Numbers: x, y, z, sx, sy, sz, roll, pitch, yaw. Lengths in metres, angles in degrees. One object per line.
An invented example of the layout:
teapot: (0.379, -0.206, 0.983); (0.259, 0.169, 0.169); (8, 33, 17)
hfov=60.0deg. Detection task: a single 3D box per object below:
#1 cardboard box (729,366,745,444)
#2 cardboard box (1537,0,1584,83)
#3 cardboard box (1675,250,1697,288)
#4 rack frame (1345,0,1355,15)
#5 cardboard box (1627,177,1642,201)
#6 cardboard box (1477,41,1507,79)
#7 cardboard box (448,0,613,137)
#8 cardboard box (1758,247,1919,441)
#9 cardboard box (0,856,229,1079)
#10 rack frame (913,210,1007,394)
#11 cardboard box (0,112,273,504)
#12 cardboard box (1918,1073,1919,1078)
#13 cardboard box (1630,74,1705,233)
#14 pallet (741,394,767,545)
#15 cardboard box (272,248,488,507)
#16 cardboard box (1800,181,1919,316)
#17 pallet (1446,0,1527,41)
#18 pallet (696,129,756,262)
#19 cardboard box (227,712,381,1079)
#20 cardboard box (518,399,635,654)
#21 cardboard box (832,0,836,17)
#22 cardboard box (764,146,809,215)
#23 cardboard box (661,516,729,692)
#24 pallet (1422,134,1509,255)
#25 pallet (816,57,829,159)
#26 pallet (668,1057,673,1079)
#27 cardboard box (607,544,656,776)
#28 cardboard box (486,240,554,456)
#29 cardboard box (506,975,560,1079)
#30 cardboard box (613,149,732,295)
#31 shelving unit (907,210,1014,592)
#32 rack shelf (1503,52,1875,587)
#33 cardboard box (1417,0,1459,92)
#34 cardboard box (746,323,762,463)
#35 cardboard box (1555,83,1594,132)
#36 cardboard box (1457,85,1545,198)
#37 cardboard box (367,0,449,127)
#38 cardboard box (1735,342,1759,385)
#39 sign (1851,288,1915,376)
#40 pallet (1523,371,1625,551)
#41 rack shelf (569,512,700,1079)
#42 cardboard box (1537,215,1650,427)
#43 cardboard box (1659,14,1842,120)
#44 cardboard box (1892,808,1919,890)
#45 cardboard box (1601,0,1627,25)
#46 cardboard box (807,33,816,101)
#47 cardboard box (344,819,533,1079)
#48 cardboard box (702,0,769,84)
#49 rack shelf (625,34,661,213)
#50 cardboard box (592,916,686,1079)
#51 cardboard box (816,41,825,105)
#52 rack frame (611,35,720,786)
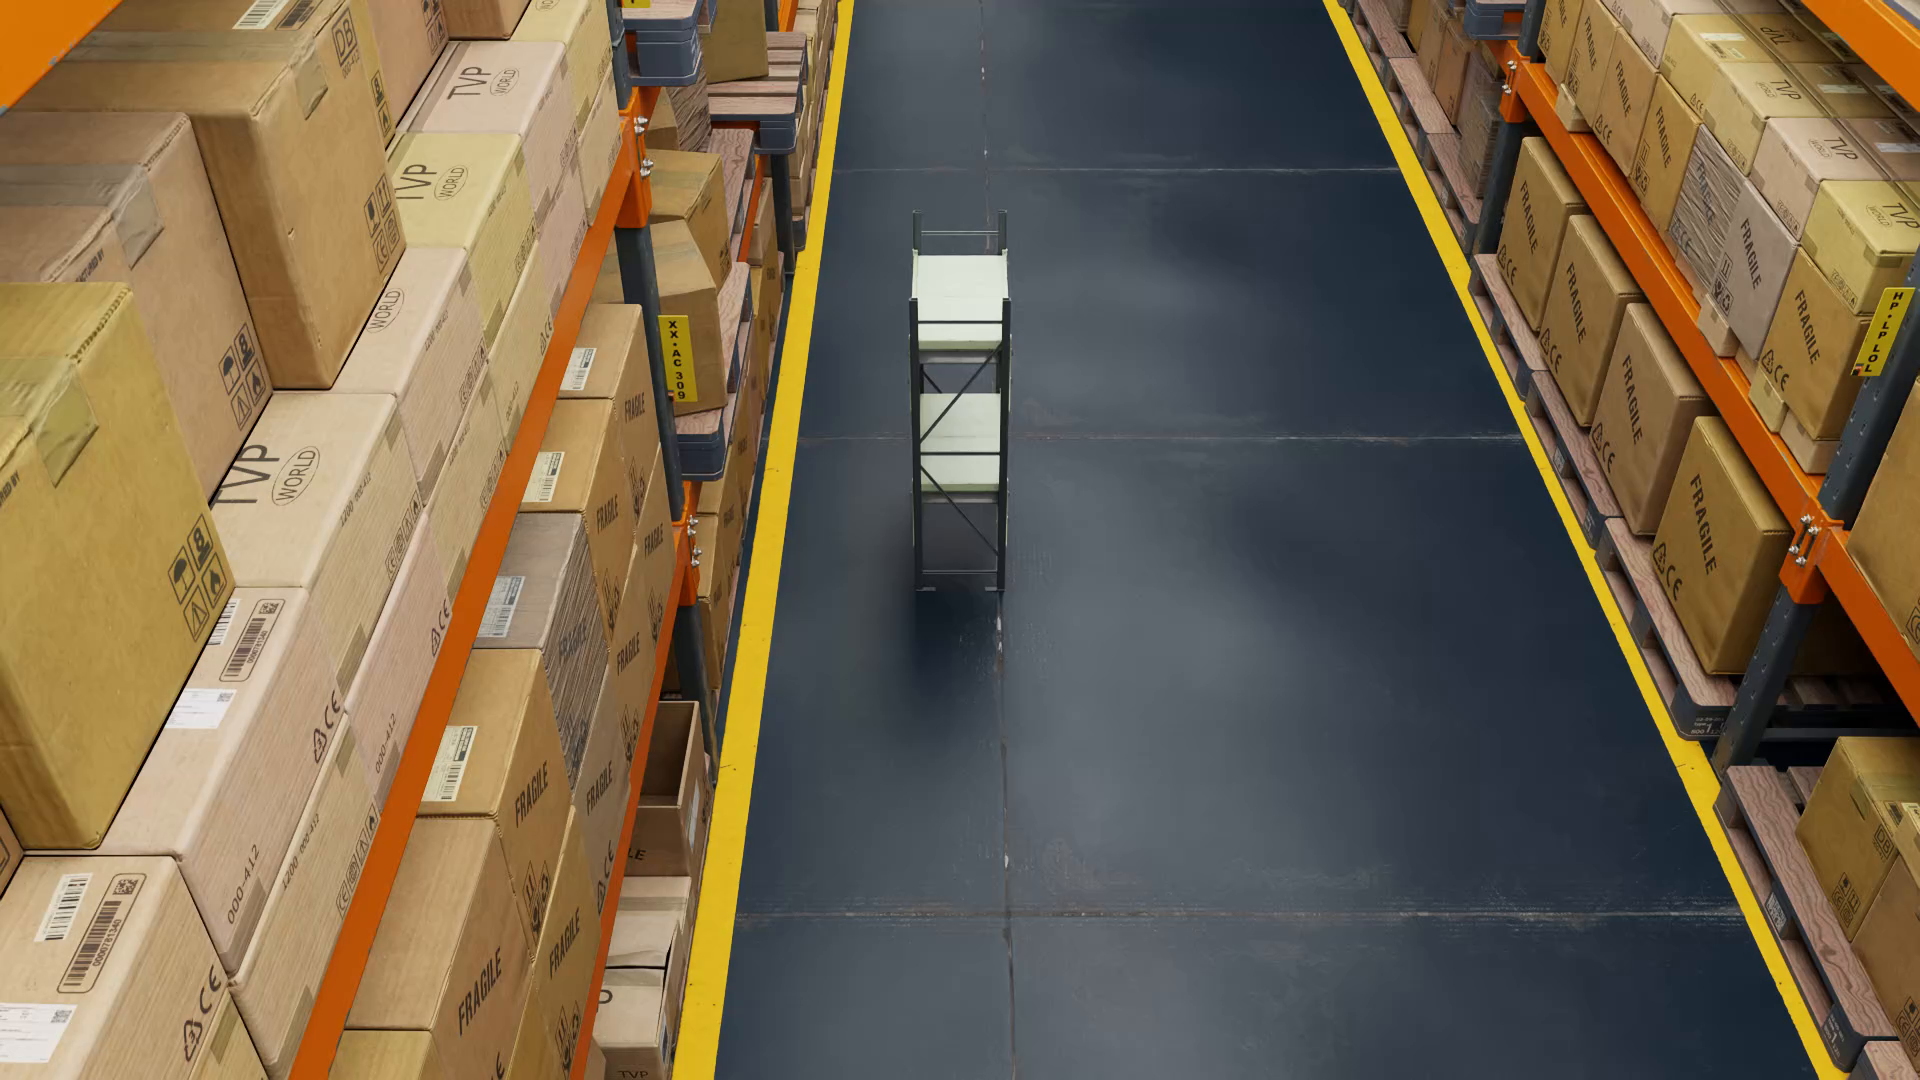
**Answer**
cardboard box: (-1.217, -0.659, 7.221); (0.500, 0.250, 0.500); (0, 39, 0)
cardboard box: (3.235, -2.609, 8.273); (0.500, 0.500, 0.500); (1, 39, 1)
cardboard box: (3.254, -1.164, 6.988); (0.380, 0.149, 0.250); (-1, 39, -1)
rack frame: (3.485, -5.251, 11.904); (1.000, 3.000, 0.127); (0, 39, 0)
cardboard box: (3.288, -1.649, 7.594); (0.380, 0.149, 0.250); (1, 39, 1)
cardboard box: (3.499, -3.045, 10.199); (0.500, 0.250, 0.500); (1, 39, 1)
cardboard box: (-1.187, -1.245, 4.227); (0.500, 0.250, 0.500); (0, 39, 0)
cardboard box: (3.242, -0.700, 5.891); (0.500, 0.500, 0.500); (-1, 39, -1)
cardboard box: (-1.195, 0.631, 1.886); (0.500, 0.250, 0.500); (0, 39, 0)
rack frame: (0.000, -0.818, 7.572); (0.400, 1.500, 0.023); (0, 39, 0)
cardboard box: (-1.495, -0.287, 2.432); (0.700, 0.500, 0.500); (0, 39, 0)
cardboard box: (3.389, 1.666, 4.935); (0.700, 0.500, 0.500); (1, 39, 1)
cardboard box: (3.234, -1.645, 7.070); (0.500, 0.500, 0.500); (1, 39, 1)
pallet: (-1.502, -0.428, 8.115); (1.003, 0.211, 1.213); (0, 39, 0)
cardboard box: (-1.192, -0.307, 3.056); (0.500, 0.250, 0.500); (0, 39, 0)
cardboard box: (3.238, -0.996, 5.660); (0.500, 0.250, 0.500); (1, 39, 1)
pallet: (3.383, -3.120, 9.398); (1.213, 0.211, 1.003); (0, 39, 0)
pallet: (-1.457, -1.453, 7.318); (1.003, 0.211, 1.213); (0, 39, 0)
cardboard box: (-1.188, 0.513, 2.432); (0.500, 0.250, 0.500); (0, 39, 0)
cardboard box: (-1.196, -0.035, 4.516); (0.500, 0.500, 0.500); (-1, 39, -1)
cardboard box: (-1.178, -4.077, 12.302); (0.500, 0.250, 0.500); (0, 39, 0)
cardboard box: (-1.171, -2.162, 9.913); (0.500, 0.250, 0.500); (0, 39, 0)
cardboard box: (-1.216, 0.259, 6.675); (0.500, 0.500, 0.500); (-2, 39, -2)
pallet: (3.491, -2.150, 10.264); (1.003, 0.211, 1.213); (0, 39, 0)
pallet: (-1.424, -2.931, 11.239); (1.003, 0.211, 1.213); (0, 39, 0)
pallet: (-1.455, 2.040, 5.035); (1.003, 0.211, 1.213); (0, 39, 0)
cardboard box: (-1.200, 0.353, 4.830); (0.500, 0.500, 0.500); (1, 39, 1)
cardboard box: (-1.193, -0.425, 3.603); (0.500, 0.250, 0.500); (0, 39, 0)
cardboard box: (-1.195, 1.306, 3.642); (0.500, 0.500, 0.500); (0, 39, 0)
cardboard box: (-1.300, -1.172, 6.397); (0.700, 0.500, 0.500); (6, 39, 7)
shelving unit: (0.000, -0.589, 7.286); (0.431, 1.500, 0.755); (0, 39, 0)
rack shelf: (3.492, -1.218, 7.447); (1.077, 0.370, 4.000); (0, 39, 0)
cardboard box: (3.514, -3.345, 11.172); (0.700, 0.500, 0.500); (0, 39, 0)
cardboard box: (-1.221, -0.703, 7.876); (0.500, 0.500, 0.500); (-1, 39, -2)
cardboard box: (3.166, -2.129, 8.194); (0.380, 0.149, 0.250); (1, 39, 1)
cardboard box: (3.437, -2.396, 9.988); (0.700, 0.500, 0.500); (0, 39, 1)
cardboard box: (-1.562, -1.225, 3.602); (0.700, 0.500, 0.500); (0, 39, 0)
cardboard box: (3.232, -0.689, 6.396); (0.380, 0.149, 0.250); (1, 39, 1)
sign: (2.952, -0.663, 5.316); (0.100, 0.325, 0.005); (0, 39, 0)
pallet: (3.414, -0.407, 8.090); (1.003, 0.211, 1.213); (0, 39, 0)
rack shelf: (-1.457, 1.289, 4.318); (1.077, 0.370, 4.000); (0, 39, 0)
cardboard box: (3.354, -1.067, 8.066); (0.750, 0.750, 0.750); (0, 39, 0)
cardboard box: (3.245, -1.953, 6.855); (0.500, 0.250, 0.500); (-1, 39, -1)
cardboard box: (3.211, 0.992, 5.257); (0.380, 0.149, 0.250); (1, 39, 1)
cardboard box: (3.234, -2.585, 7.643); (0.500, 0.250, 0.500); (-1, 39, -1)
cardboard box: (-1.178, -3.029, 10.545); (0.500, 0.311, 0.500); (-1, 39, -1)
cardboard box: (-1.195, 0.912, 3.333); (0.500, 0.500, 0.500); (0, 39, 1)
cardboard box: (-1.350, -2.553, 8.121); (0.700, 0.500, 0.500); (-12, 40, -15)
rack shelf: (-1.461, -2.383, 6.501); (1.077, 0.370, 4.000); (0, 39, 0)
cardboard box: (-1.174, 1.460, 5.327); (0.500, 0.311, 0.500); (0, 39, 0)
cardboard box: (-1.179, -3.122, 11.111); (0.500, 0.250, 0.500); (1, 39, 1)
rack frame: (-1.459, -0.242, 5.654); (1.000, 3.000, 0.127); (0, 39, 0)
